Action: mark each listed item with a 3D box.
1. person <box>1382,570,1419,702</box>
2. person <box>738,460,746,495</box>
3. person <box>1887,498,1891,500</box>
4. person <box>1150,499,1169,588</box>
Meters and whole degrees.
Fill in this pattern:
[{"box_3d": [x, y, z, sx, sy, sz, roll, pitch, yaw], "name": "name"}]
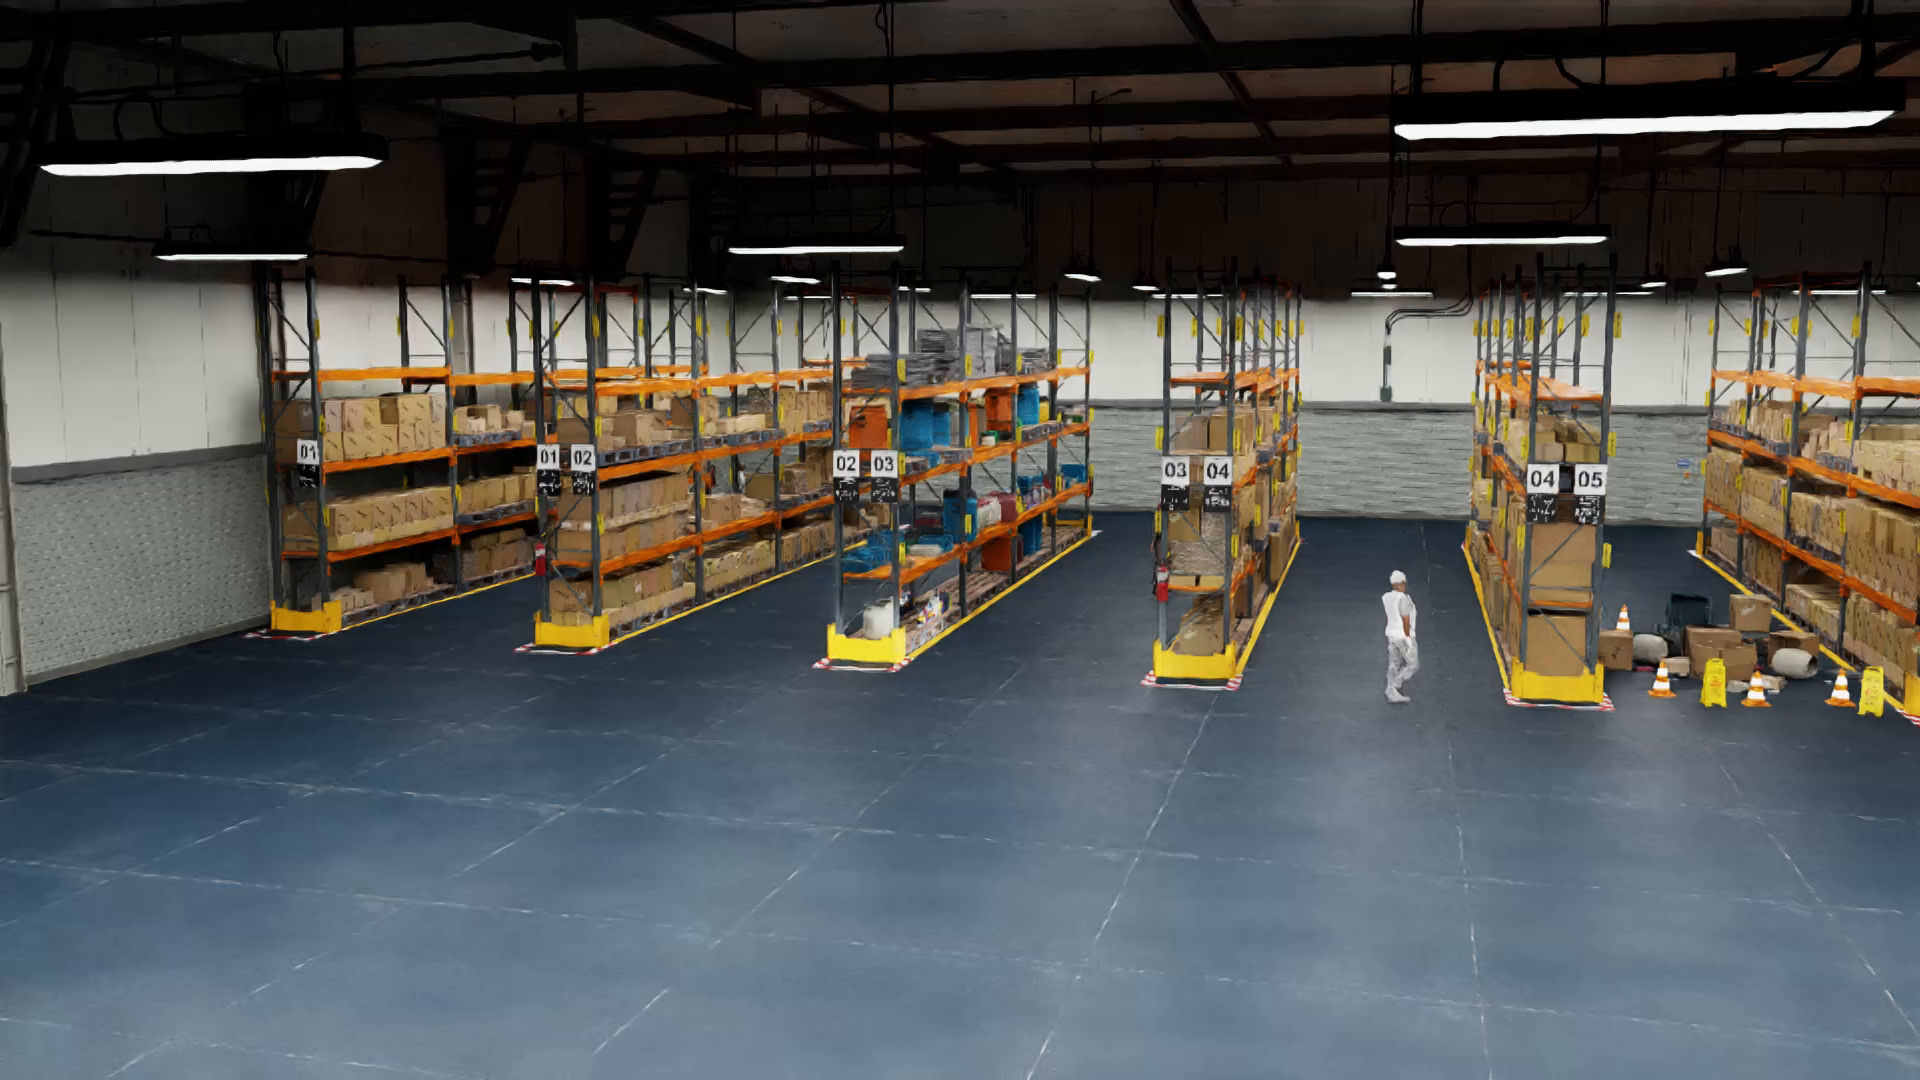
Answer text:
[{"box_3d": [5.872, 1.299, 22.272, 0.447, 1.780, 0.597, -2, 8, -15], "name": "person"}, {"box_3d": [-5.570, -1.188, 42.157, 0.386, 1.674, 0.563, 4, 8, 29], "name": "person"}, {"box_3d": [17.822, 0.076, 31.951, 0.568, 1.736, 0.630, 7, 10, 42], "name": "person"}, {"box_3d": [3.951, 0.050, 32.245, 0.429, 1.718, 0.627, 6, 10, 41], "name": "person"}]
